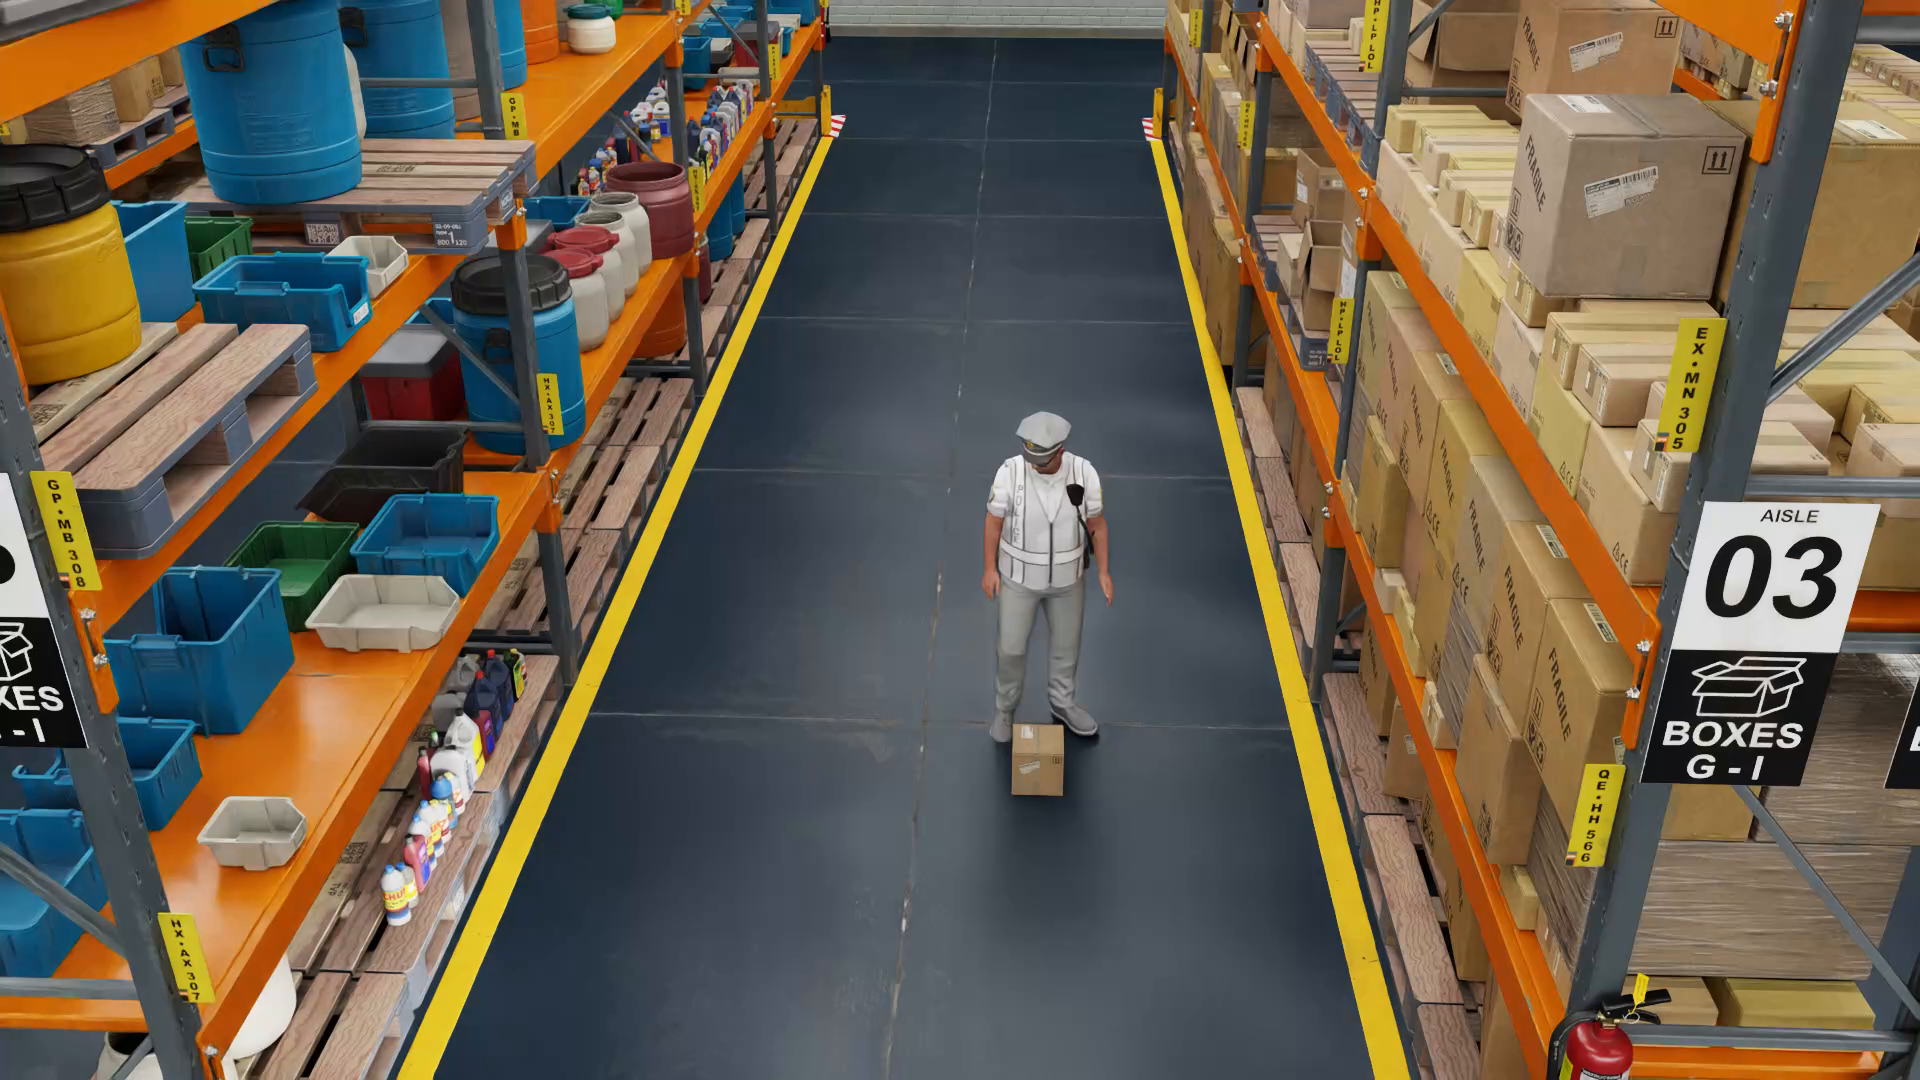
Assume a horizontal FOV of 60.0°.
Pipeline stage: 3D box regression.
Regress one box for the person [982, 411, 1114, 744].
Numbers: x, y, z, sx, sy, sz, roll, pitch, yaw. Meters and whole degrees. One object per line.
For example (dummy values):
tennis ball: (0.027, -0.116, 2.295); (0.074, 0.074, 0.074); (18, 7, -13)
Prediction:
person: (0.440, 0.194, 8.266); (0.635, 1.787, 0.417); (-5, 28, -10)
